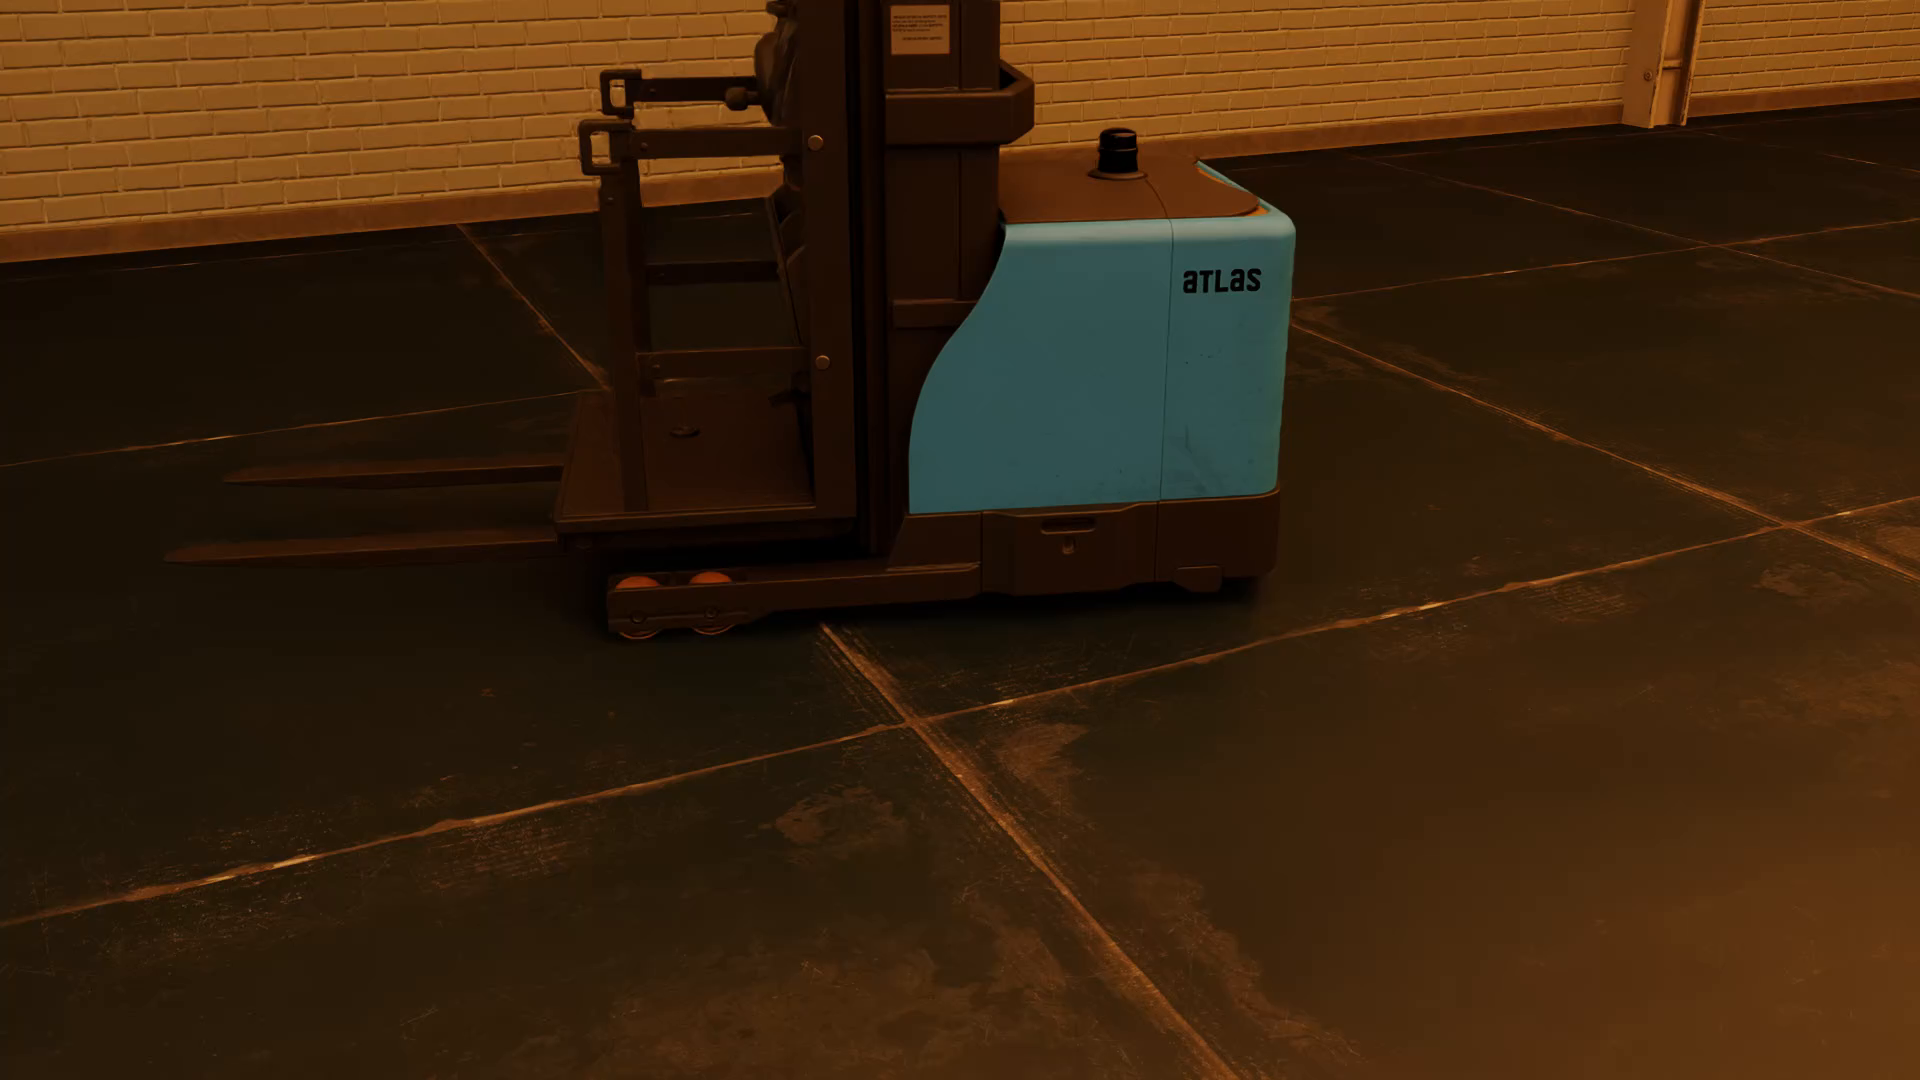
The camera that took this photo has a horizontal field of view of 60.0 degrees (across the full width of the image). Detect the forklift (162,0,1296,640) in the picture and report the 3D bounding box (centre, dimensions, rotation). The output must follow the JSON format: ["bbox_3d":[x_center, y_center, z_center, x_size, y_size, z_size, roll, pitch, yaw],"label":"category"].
[{"bbox_3d":[-0.660,-1.303,4.423,3.031,2.935,1.130,-3,23,-8],"label":"forklift"}]
